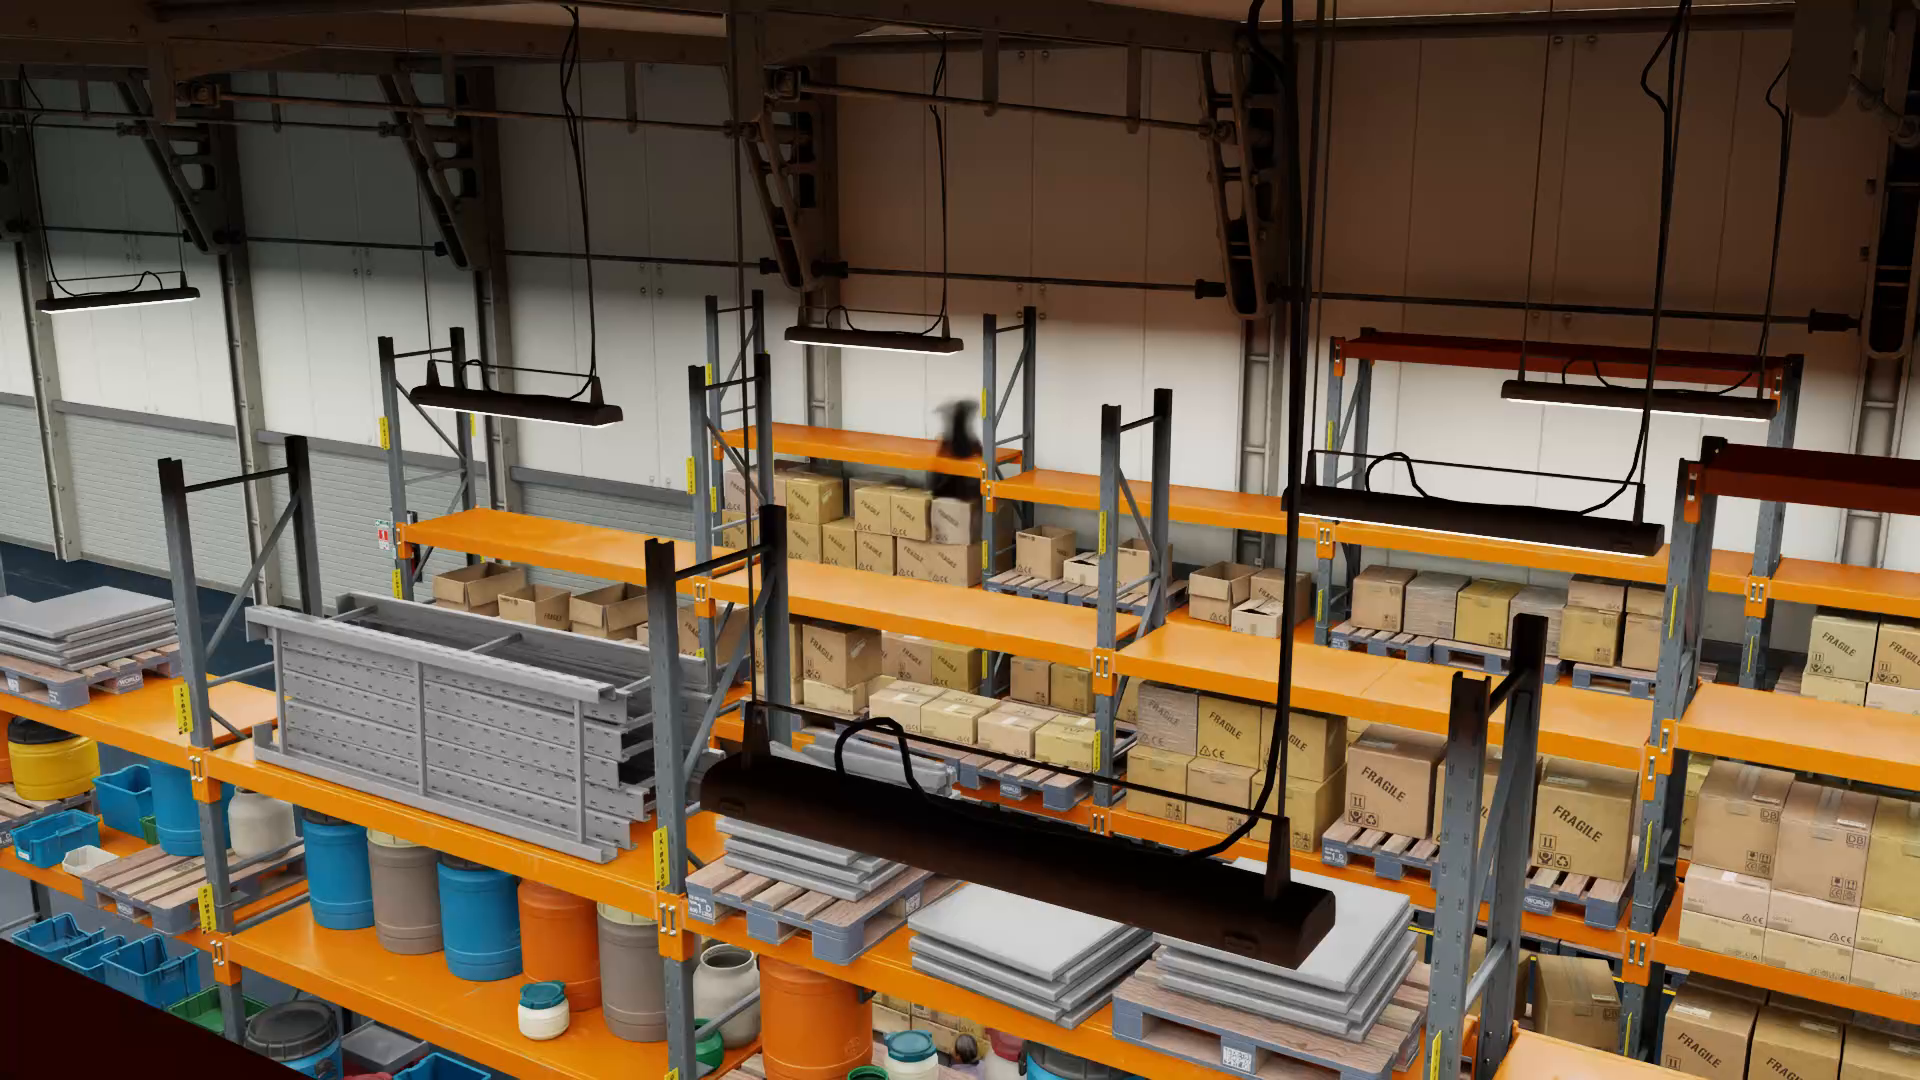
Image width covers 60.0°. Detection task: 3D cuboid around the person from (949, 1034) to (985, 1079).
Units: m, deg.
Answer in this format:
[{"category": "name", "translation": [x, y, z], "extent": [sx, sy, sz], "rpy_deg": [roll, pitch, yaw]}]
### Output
[{"category": "person", "translation": [0.070, 4.392, 12.115], "extent": [0.718, 1.687, 0.574], "rpy_deg": [9, 16, 31]}]
